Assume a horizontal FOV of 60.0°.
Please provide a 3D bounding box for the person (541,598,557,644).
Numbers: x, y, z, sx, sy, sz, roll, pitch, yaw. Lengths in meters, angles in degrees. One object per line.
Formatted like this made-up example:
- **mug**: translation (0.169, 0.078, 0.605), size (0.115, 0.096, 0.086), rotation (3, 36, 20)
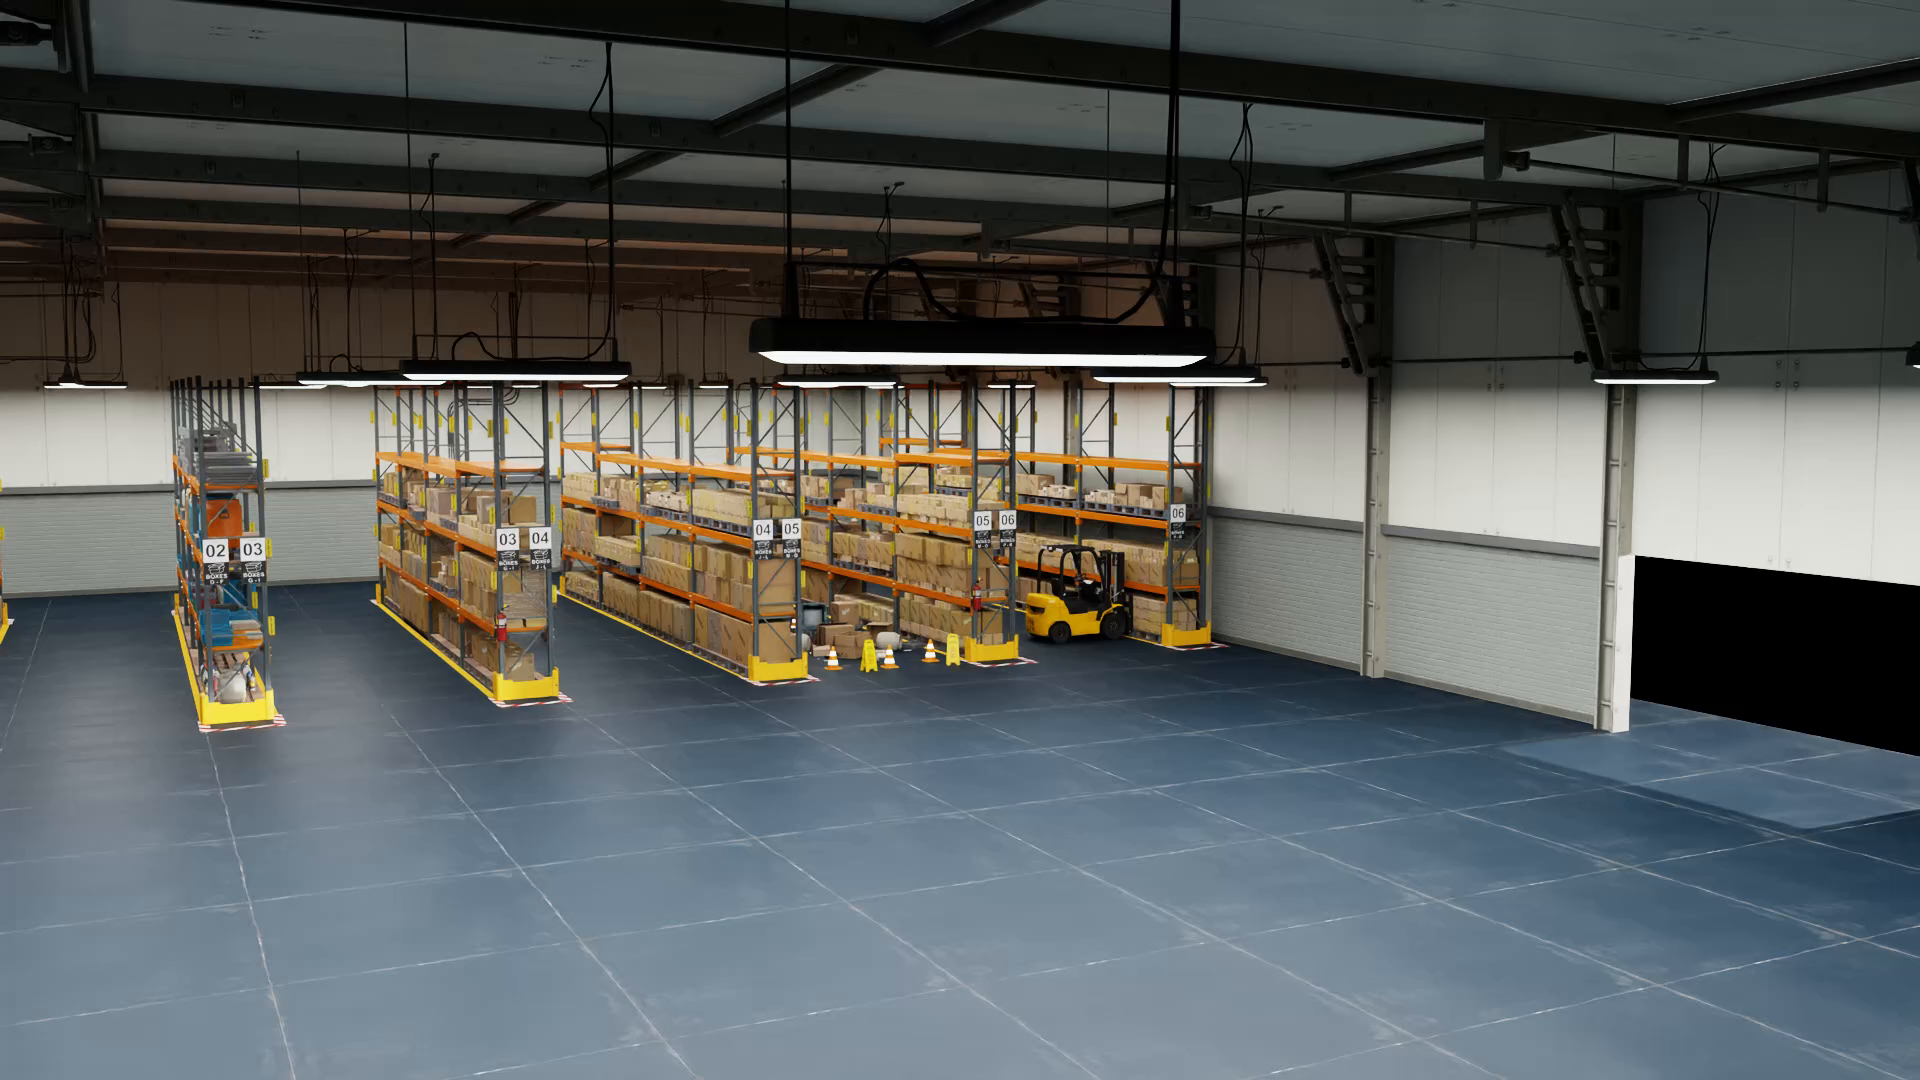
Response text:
- **person**: translation (-9.452, 1.539, 38.099), size (0.744, 1.651, 0.468), rotation (4, 7, 39)

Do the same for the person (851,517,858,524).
- **person**: translation (-3.257, 0.160, 52.678), size (0.822, 1.761, 0.632), rotation (-4, 7, -40)

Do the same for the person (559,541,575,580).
- **person**: translation (-11.484, 0.526, 48.744), size (0.546, 1.711, 0.597), rotation (3, 6, 28)
